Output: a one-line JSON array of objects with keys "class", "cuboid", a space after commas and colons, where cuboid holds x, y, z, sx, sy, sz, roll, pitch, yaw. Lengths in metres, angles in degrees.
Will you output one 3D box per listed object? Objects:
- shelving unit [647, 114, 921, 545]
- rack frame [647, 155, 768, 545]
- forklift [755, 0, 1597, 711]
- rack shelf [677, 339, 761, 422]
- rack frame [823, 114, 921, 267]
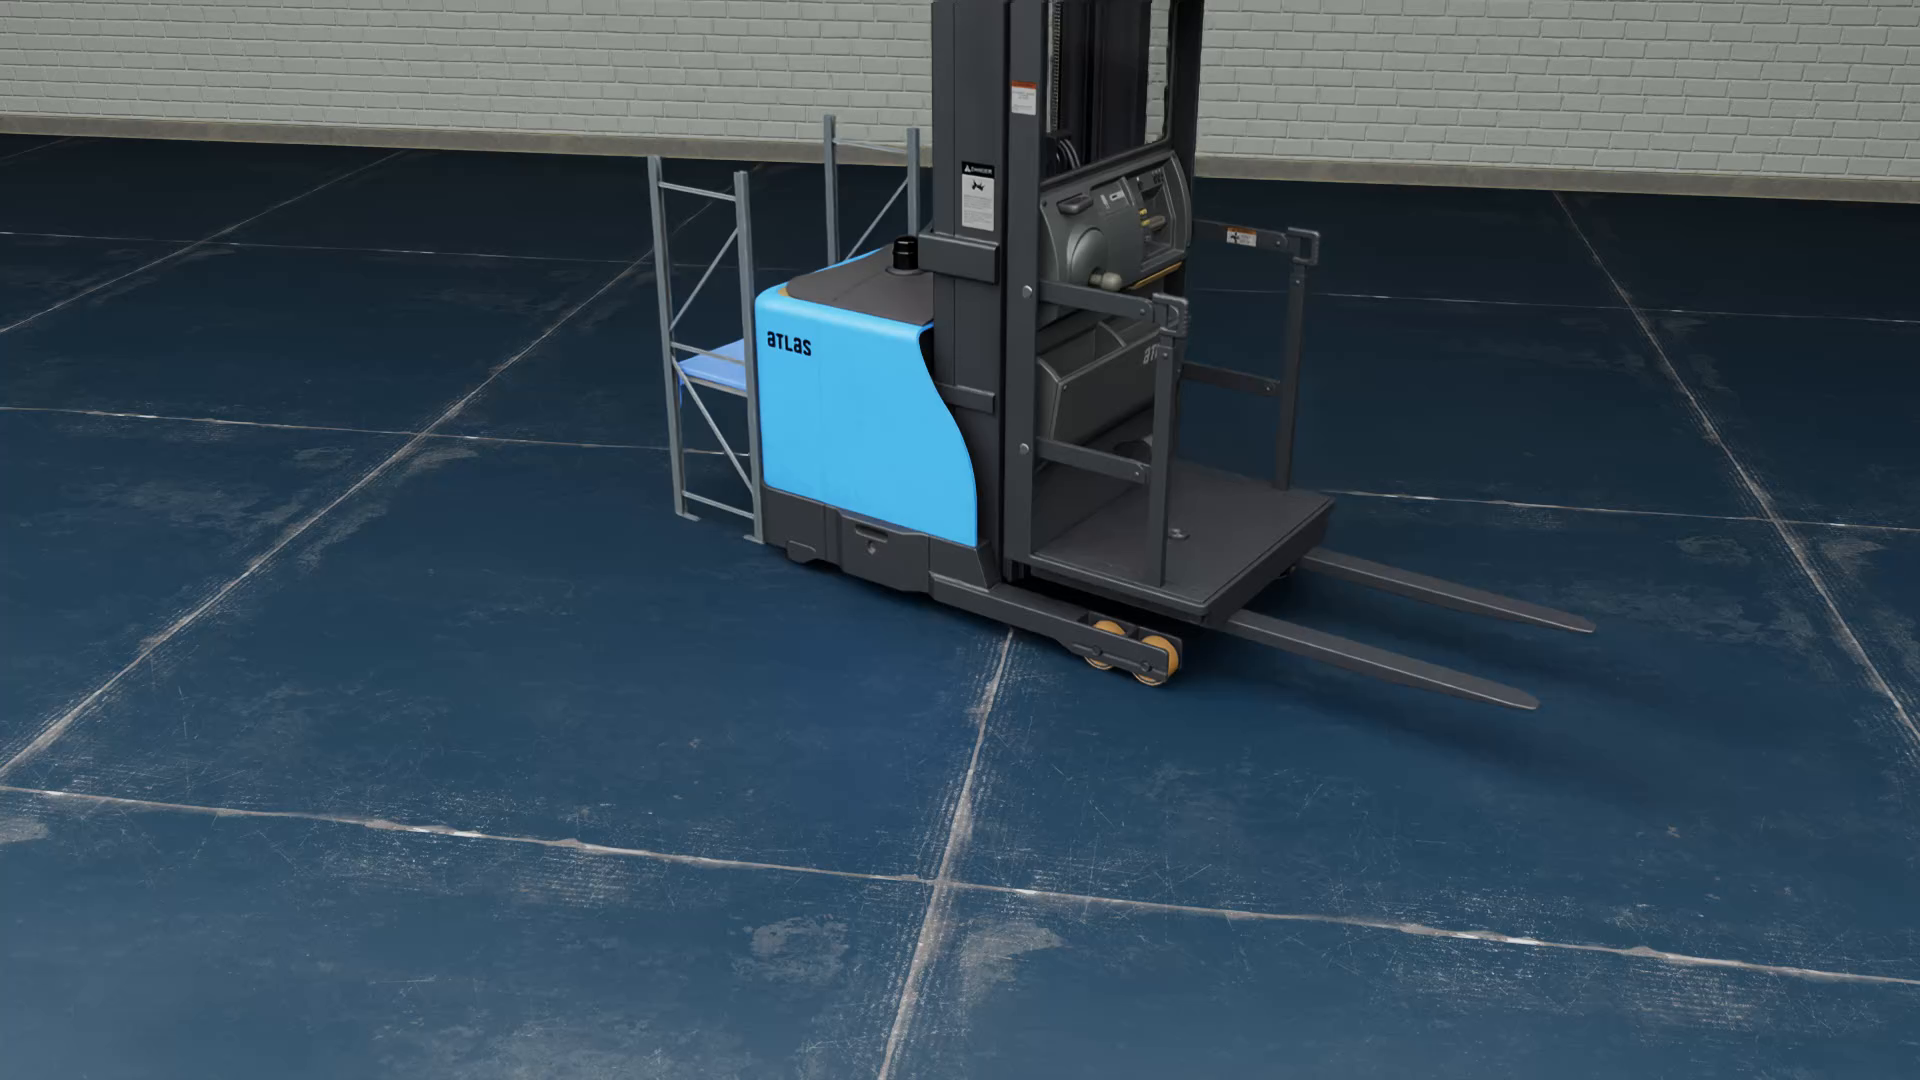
[{"class": "shelving unit", "cuboid": [-0.680, -0.899, 6.902, 0.538, 1.500, 1.048, 18, 30, 33]}, {"class": "rack frame", "cuboid": [-0.985, -0.727, 6.534, 0.500, 1.500, 0.032, 18, 30, 33]}, {"class": "forklift", "cuboid": [0.717, -1.086, 5.614, 3.031, 2.935, 1.130, 16, 30, 31]}, {"class": "rack shelf", "cuboid": [-0.680, -0.737, 6.979, 0.538, 0.185, 1.000, 18, 30, 33]}, {"class": "rack frame", "cuboid": [-0.375, -1.072, 7.271, 0.500, 1.500, 0.032, 18, 30, 33]}]
